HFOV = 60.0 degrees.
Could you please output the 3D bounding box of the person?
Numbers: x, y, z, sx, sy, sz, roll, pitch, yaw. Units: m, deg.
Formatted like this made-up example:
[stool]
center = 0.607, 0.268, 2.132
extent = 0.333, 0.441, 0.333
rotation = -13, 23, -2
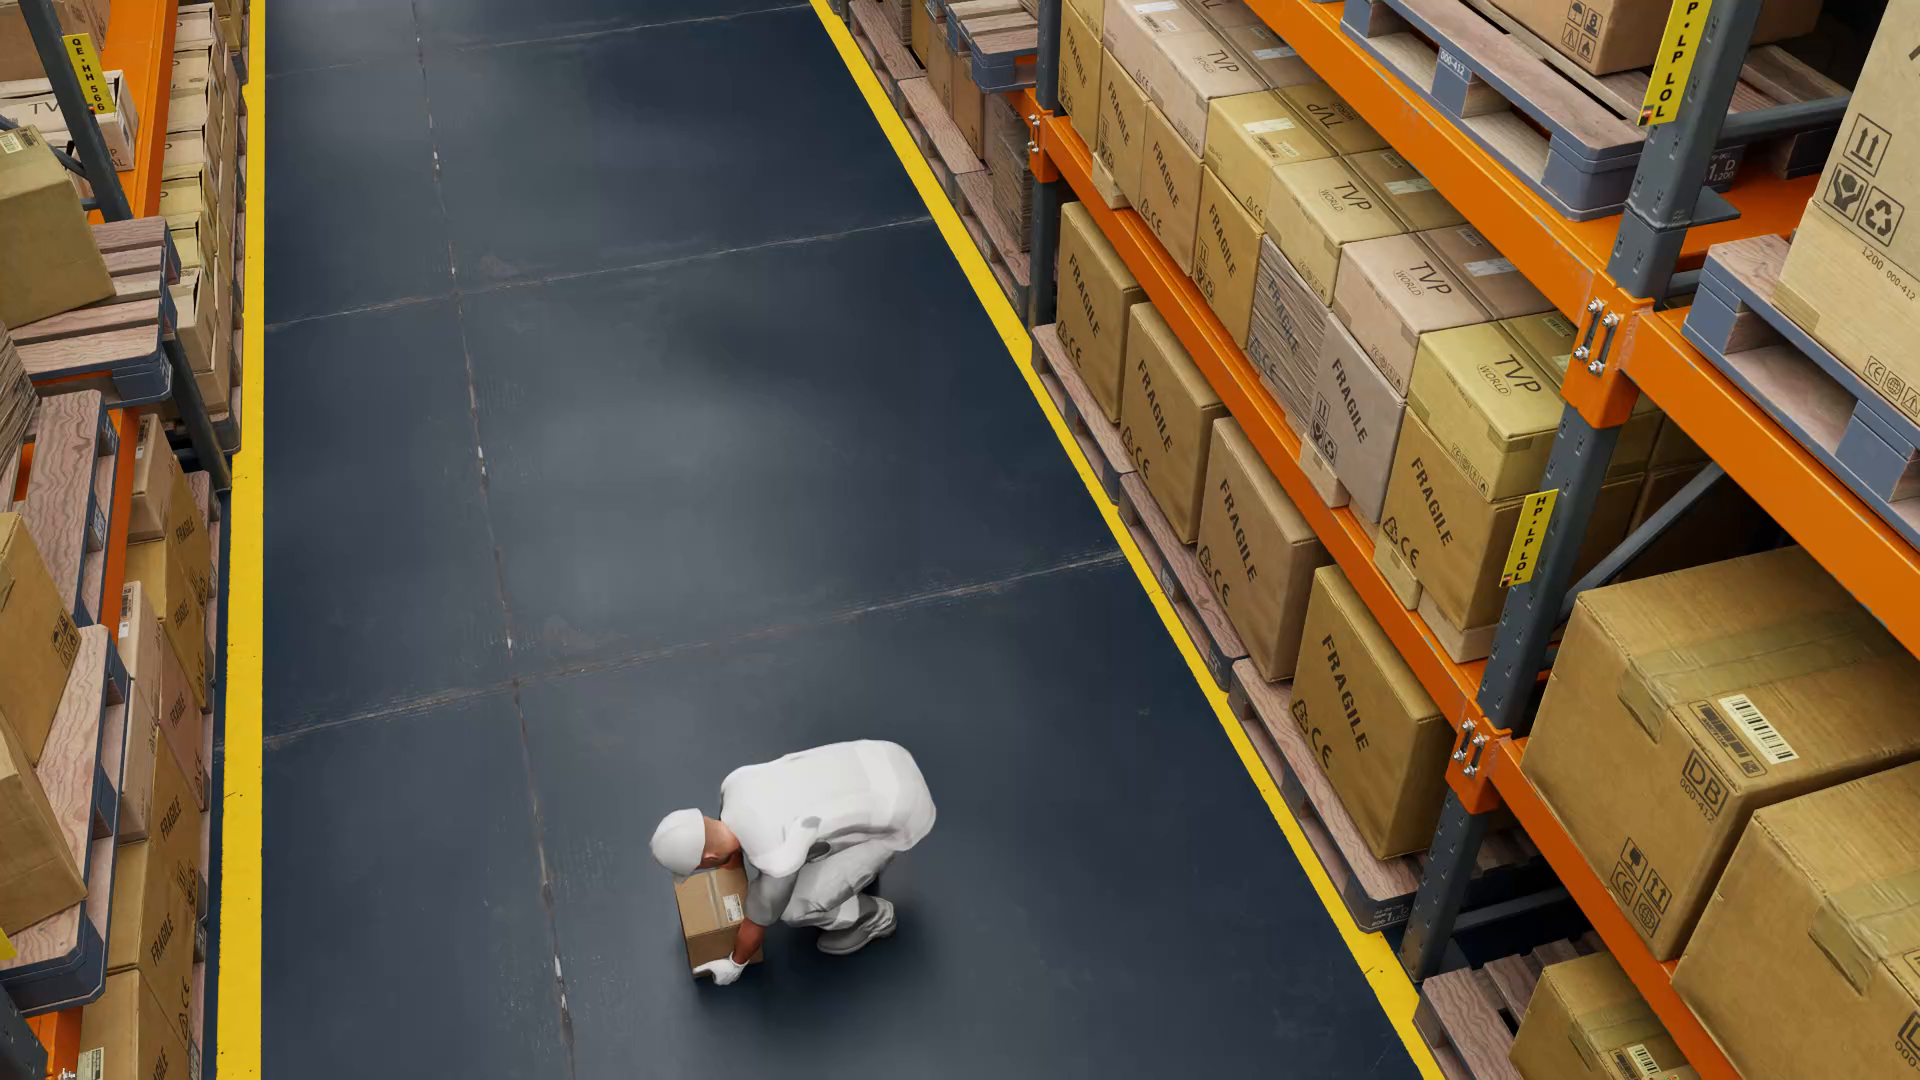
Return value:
[person]
center = -0.559, 1.085, 5.710
extent = 0.958, 0.799, 0.524
rotation = -13, 43, -14
